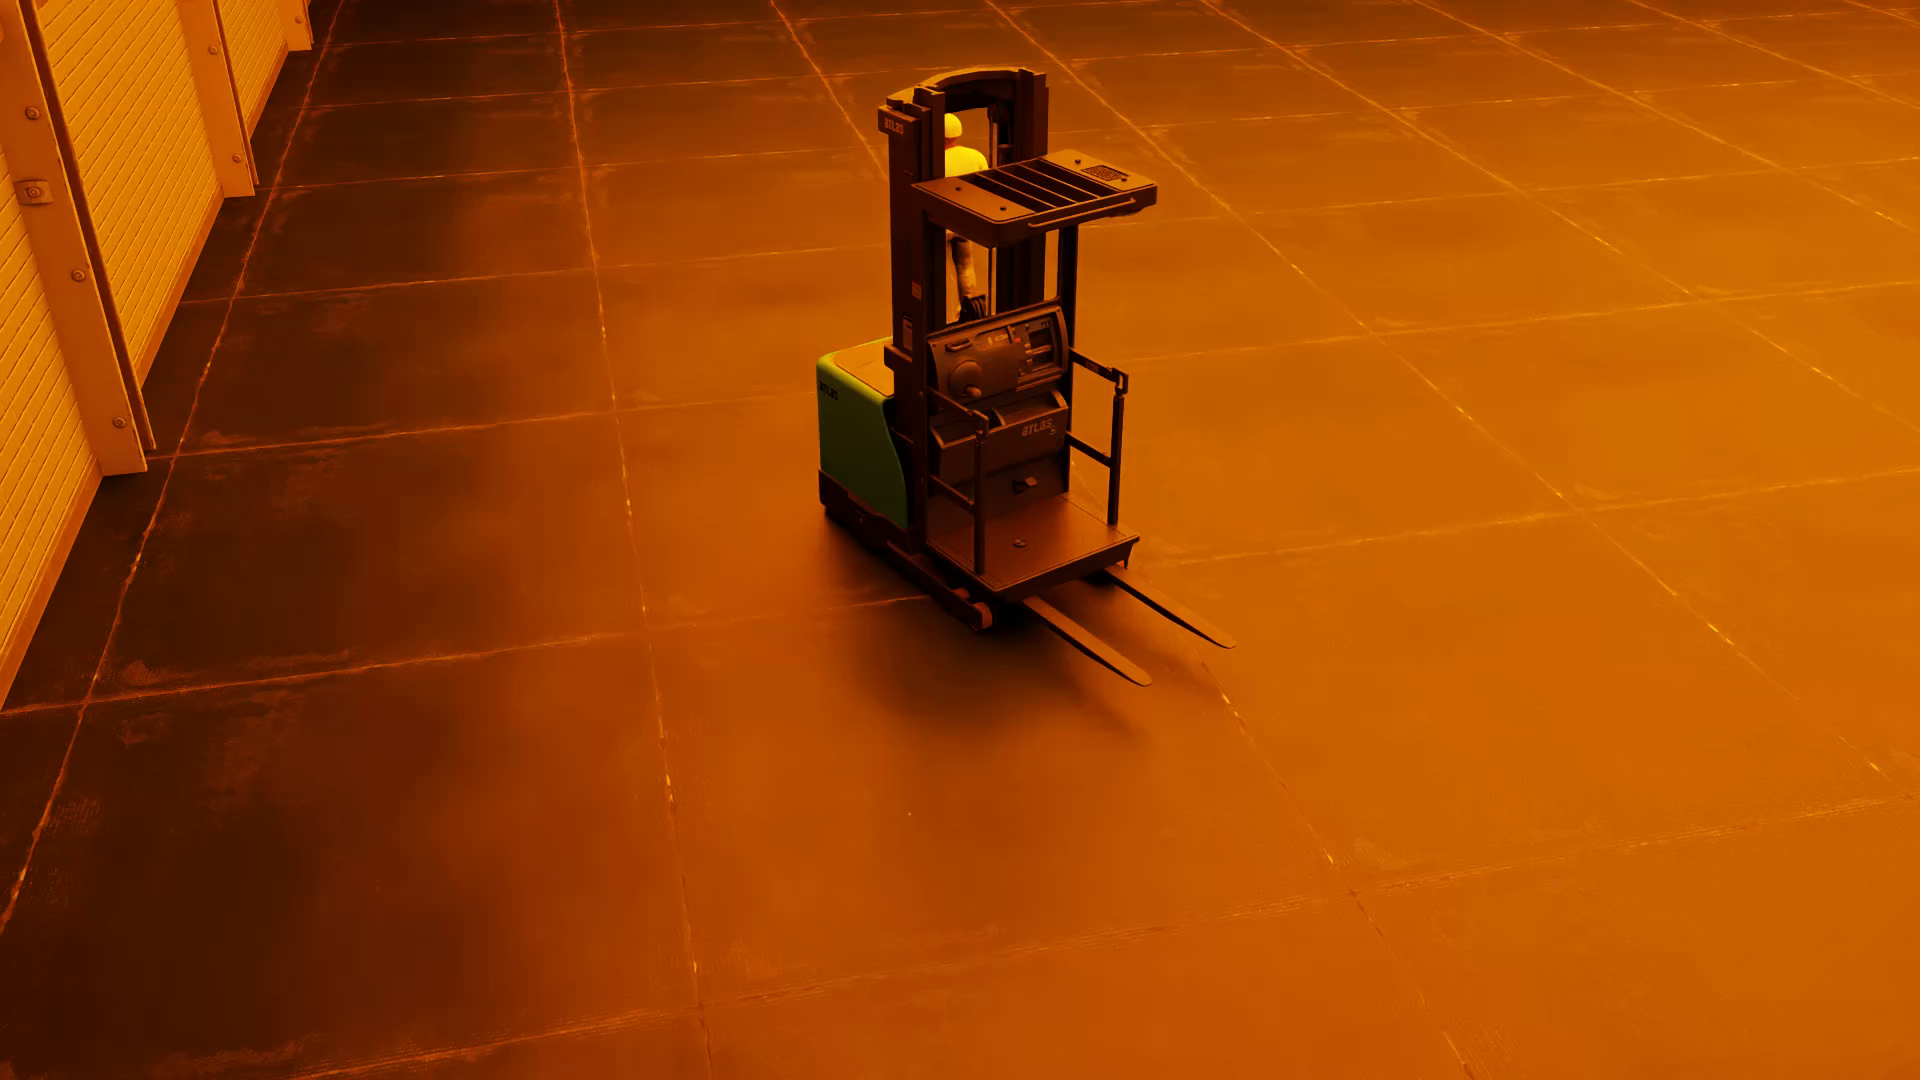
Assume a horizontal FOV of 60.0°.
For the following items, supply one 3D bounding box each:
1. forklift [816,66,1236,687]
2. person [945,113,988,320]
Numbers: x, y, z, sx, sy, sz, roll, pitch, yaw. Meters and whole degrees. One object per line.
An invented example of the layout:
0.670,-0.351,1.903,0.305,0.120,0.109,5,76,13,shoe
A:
0.355,-1.021,9.338,1.130,2.935,3.031,-20,35,-30,forklift
-0.097,-2.502,13.063,0.662,1.776,0.517,-12,32,-20,person
